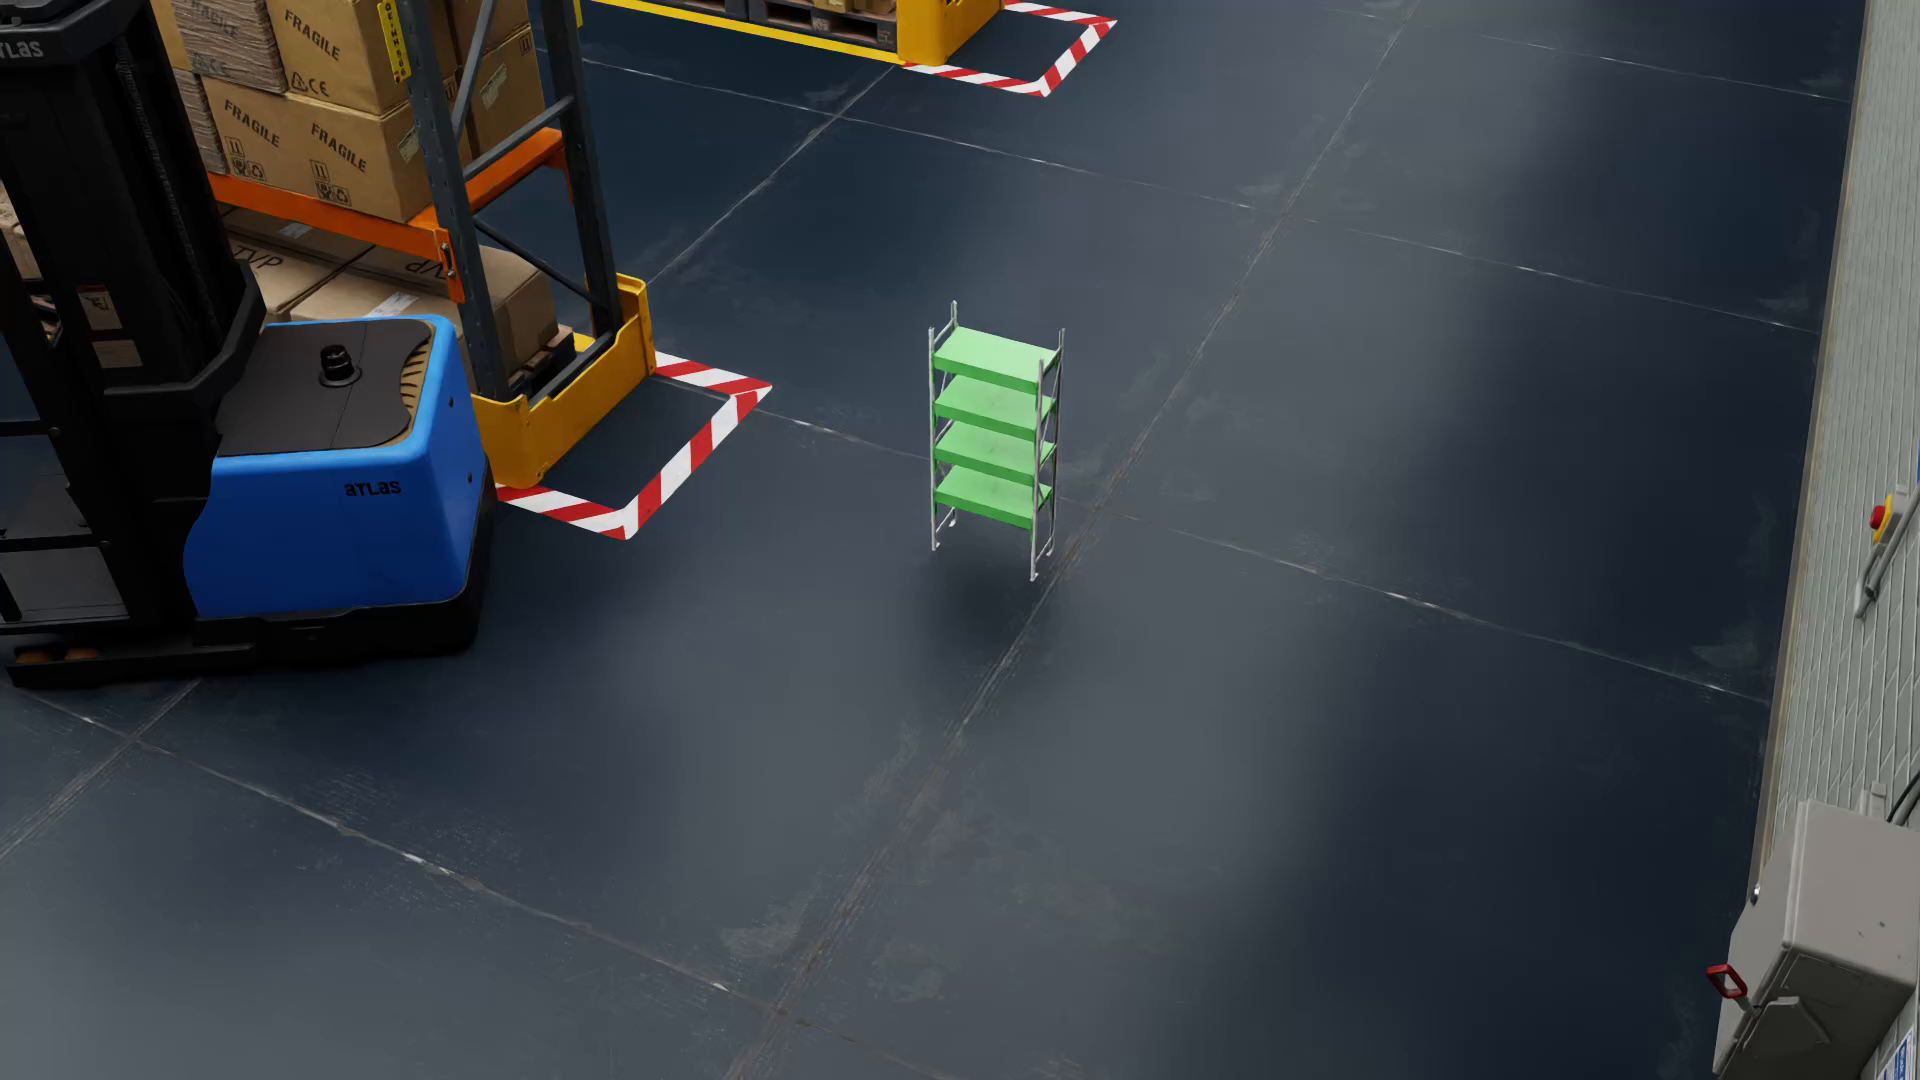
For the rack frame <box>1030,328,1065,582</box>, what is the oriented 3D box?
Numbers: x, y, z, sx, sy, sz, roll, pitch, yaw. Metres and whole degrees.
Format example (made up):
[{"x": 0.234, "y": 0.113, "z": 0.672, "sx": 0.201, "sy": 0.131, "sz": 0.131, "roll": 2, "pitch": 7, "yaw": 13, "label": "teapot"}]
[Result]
[{"x": 0.371, "y": -0.340, "z": 7.110, "sx": 0.015, "sy": 1.200, "sz": 0.240, "roll": 17, "pitch": 44, "yaw": 19, "label": "rack frame"}]

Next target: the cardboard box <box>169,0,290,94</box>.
[{"x": -3.006, "y": -2.296, "z": 7.152, "sx": 0.500, "sy": 0.500, "sz": 0.500, "roll": 17, "pitch": 44, "yaw": 19, "label": "cardboard box"}]

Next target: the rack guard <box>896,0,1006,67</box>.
[{"x": -0.050, "y": -3.803, "z": 11.640, "sx": 0.348, "sy": 0.500, "sz": 1.175, "roll": 17, "pitch": 44, "yaw": 19, "label": "rack guard"}]

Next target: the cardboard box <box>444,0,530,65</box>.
[{"x": -2.297, "y": -2.478, "z": 7.363, "sx": 0.500, "sy": 0.500, "sz": 0.500, "roll": 16, "pitch": 43, "yaw": 18, "label": "cardboard box"}]

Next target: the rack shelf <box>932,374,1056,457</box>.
[{"x": 0.150, "y": -0.541, "z": 7.073, "sx": 0.480, "sy": 0.148, "sz": 0.258, "roll": 17, "pitch": 44, "yaw": 19, "label": "rack shelf"}]

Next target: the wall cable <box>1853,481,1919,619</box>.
[{"x": 3.138, "y": -0.609, "z": 5.246, "sx": 0.123, "sy": 1.953, "sz": 0.585, "roll": 17, "pitch": 44, "yaw": 19, "label": "wall cable"}]

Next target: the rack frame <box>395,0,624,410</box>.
[{"x": -1.982, "y": -1.760, "z": 7.375, "sx": 0.127, "sy": 3.000, "sz": 1.000, "roll": 17, "pitch": 44, "yaw": 19, "label": "rack frame"}]

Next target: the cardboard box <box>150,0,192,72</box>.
[{"x": -3.453, "y": -2.434, "z": 7.313, "sx": 0.500, "sy": 0.500, "sz": 0.500, "roll": 17, "pitch": 44, "yaw": 18, "label": "cardboard box"}]

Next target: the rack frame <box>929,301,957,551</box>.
[{"x": -0.071, "y": -0.475, "z": 7.266, "sx": 0.015, "sy": 1.200, "sz": 0.240, "roll": 17, "pitch": 44, "yaw": 19, "label": "rack frame"}]

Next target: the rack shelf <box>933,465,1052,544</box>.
[{"x": 0.150, "y": -0.178, "z": 7.387, "sx": 0.480, "sy": 0.148, "sz": 0.258, "roll": 17, "pitch": 44, "yaw": 19, "label": "rack shelf"}]

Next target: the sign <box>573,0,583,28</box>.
[{"x": -1.742, "y": -2.445, "z": 7.443, "sx": 0.005, "sy": 0.325, "sz": 0.100, "roll": 17, "pitch": 44, "yaw": 19, "label": "sign"}]

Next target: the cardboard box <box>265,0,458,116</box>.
[{"x": -2.520, "y": -2.168, "z": 7.006, "sx": 0.500, "sy": 0.500, "sz": 0.500, "roll": 18, "pitch": 44, "yaw": 20, "label": "cardboard box"}]

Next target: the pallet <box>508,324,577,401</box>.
[{"x": -2.740, "y": -0.882, "z": 8.490, "sx": 1.213, "sy": 0.211, "sz": 1.003, "roll": 17, "pitch": 44, "yaw": 19, "label": "pallet"}]

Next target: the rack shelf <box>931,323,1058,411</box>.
[{"x": 0.150, "y": -0.722, "z": 6.916, "sx": 0.480, "sy": 0.148, "sz": 0.258, "roll": 17, "pitch": 44, "yaw": 19, "label": "rack shelf"}]

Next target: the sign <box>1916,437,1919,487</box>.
[{"x": 3.213, "y": -0.327, "z": 5.514, "sx": 0.001, "sy": 0.218, "sz": 0.327, "roll": 17, "pitch": 44, "yaw": 19, "label": "sign"}]

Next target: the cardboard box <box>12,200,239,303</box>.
[{"x": -4.272, "y": -1.574, "z": 8.795, "sx": 0.875, "sy": 0.438, "sz": 0.875, "roll": 16, "pitch": 43, "yaw": 17, "label": "cardboard box"}]

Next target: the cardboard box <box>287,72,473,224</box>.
[{"x": -2.531, "y": -1.775, "z": 7.315, "sx": 0.500, "sy": 0.500, "sz": 0.500, "roll": 17, "pitch": 44, "yaw": 19, "label": "cardboard box"}]

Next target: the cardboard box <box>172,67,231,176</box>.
[{"x": -3.450, "y": -2.059, "z": 7.643, "sx": 0.500, "sy": 0.500, "sz": 0.500, "roll": 18, "pitch": 44, "yaw": 20, "label": "cardboard box"}]

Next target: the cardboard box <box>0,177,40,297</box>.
[{"x": -5.083, "y": -1.821, "z": 9.080, "sx": 0.875, "sy": 0.438, "sz": 0.875, "roll": 16, "pitch": 44, "yaw": 18, "label": "cardboard box"}]

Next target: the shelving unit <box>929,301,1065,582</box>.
[{"x": 0.150, "y": -0.408, "z": 7.188, "sx": 0.503, "sy": 1.200, "sz": 0.258, "roll": 17, "pitch": 44, "yaw": 19, "label": "shelving unit"}]

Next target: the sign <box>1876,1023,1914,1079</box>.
[{"x": 2.096, "y": 1.380, "z": 3.824, "sx": 0.001, "sy": 0.494, "sz": 0.329, "roll": 17, "pitch": 44, "yaw": 19, "label": "sign"}]

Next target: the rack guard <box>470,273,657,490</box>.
[{"x": -1.960, "y": -0.809, "z": 8.186, "sx": 0.348, "sy": 0.500, "sz": 1.175, "roll": 17, "pitch": 44, "yaw": 19, "label": "rack guard"}]

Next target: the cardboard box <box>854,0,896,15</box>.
[{"x": -0.546, "y": -3.830, "z": 11.618, "sx": 0.250, "sy": 0.149, "sz": 0.380, "roll": 18, "pitch": 44, "yaw": 19, "label": "cardboard box"}]

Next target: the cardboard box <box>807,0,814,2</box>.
[{"x": -1.025, "y": -3.965, "z": 11.775, "sx": 0.250, "sy": 0.149, "sz": 0.380, "roll": 17, "pitch": 44, "yaw": 18, "label": "cardboard box"}]

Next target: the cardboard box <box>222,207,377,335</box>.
[{"x": -3.455, "y": -1.323, "z": 8.505, "sx": 0.875, "sy": 0.438, "sz": 0.875, "roll": 18, "pitch": 44, "yaw": 20, "label": "cardboard box"}]

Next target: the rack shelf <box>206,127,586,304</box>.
[{"x": -3.795, "y": -2.042, "z": 8.249, "sx": 4.000, "sy": 0.370, "sz": 1.077, "roll": 17, "pitch": 44, "yaw": 19, "label": "rack shelf"}]

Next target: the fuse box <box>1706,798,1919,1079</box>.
[{"x": 2.117, "y": 1.480, "z": 4.619, "sx": 0.414, "sy": 1.711, "sz": 0.539, "roll": 17, "pitch": 44, "yaw": 19, "label": "fuse box"}]

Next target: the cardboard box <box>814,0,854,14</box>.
[{"x": -0.822, "y": -3.841, "z": 11.631, "sx": 0.250, "sy": 0.149, "sz": 0.380, "roll": 18, "pitch": 44, "yaw": 20, "label": "cardboard box"}]

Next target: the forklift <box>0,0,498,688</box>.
[{"x": -3.610, "y": -0.858, "z": 6.385, "sx": 3.031, "sy": 2.935, "sz": 1.130, "roll": -4, "pitch": 41, "yaw": -5, "label": "forklift"}]

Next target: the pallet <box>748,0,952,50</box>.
[{"x": -0.771, "y": -3.940, "z": 12.018, "sx": 1.213, "sy": 0.211, "sz": 1.003, "roll": 17, "pitch": 44, "yaw": 19, "label": "pallet"}]

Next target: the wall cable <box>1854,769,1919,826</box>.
[{"x": 2.549, "y": 0.248, "z": 4.282, "sx": 0.122, "sy": 1.984, "sz": 0.588, "roll": 17, "pitch": 44, "yaw": 19, "label": "wall cable"}]

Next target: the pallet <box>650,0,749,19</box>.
[{"x": -1.873, "y": -4.279, "z": 12.409, "sx": 1.213, "sy": 0.211, "sz": 1.003, "roll": 17, "pitch": 44, "yaw": 19, "label": "pallet"}]

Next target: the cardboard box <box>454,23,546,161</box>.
[{"x": -2.296, "y": -2.102, "z": 7.692, "sx": 0.500, "sy": 0.500, "sz": 0.500, "roll": 17, "pitch": 44, "yaw": 18, "label": "cardboard box"}]

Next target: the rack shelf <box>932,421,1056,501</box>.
[{"x": 0.150, "y": -0.359, "z": 7.230, "sx": 0.480, "sy": 0.148, "sz": 0.258, "roll": 17, "pitch": 44, "yaw": 19, "label": "rack shelf"}]

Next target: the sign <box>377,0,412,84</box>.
[{"x": -2.224, "y": -1.969, "z": 6.551, "sx": 0.005, "sy": 0.325, "sz": 0.100, "roll": 17, "pitch": 44, "yaw": 19, "label": "sign"}]

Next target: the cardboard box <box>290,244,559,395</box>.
[{"x": -2.623, "y": -1.074, "z": 8.219, "sx": 0.875, "sy": 0.438, "sz": 0.875, "roll": 16, "pitch": 43, "yaw": 17, "label": "cardboard box"}]

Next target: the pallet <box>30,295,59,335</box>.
[{"x": -4.951, "y": -1.557, "z": 9.270, "sx": 1.213, "sy": 0.211, "sz": 1.003, "roll": 17, "pitch": 44, "yaw": 19, "label": "pallet"}]

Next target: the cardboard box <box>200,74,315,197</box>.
[{"x": -2.980, "y": -1.923, "z": 7.486, "sx": 0.500, "sy": 0.500, "sz": 0.500, "roll": 16, "pitch": 43, "yaw": 18, "label": "cardboard box"}]
